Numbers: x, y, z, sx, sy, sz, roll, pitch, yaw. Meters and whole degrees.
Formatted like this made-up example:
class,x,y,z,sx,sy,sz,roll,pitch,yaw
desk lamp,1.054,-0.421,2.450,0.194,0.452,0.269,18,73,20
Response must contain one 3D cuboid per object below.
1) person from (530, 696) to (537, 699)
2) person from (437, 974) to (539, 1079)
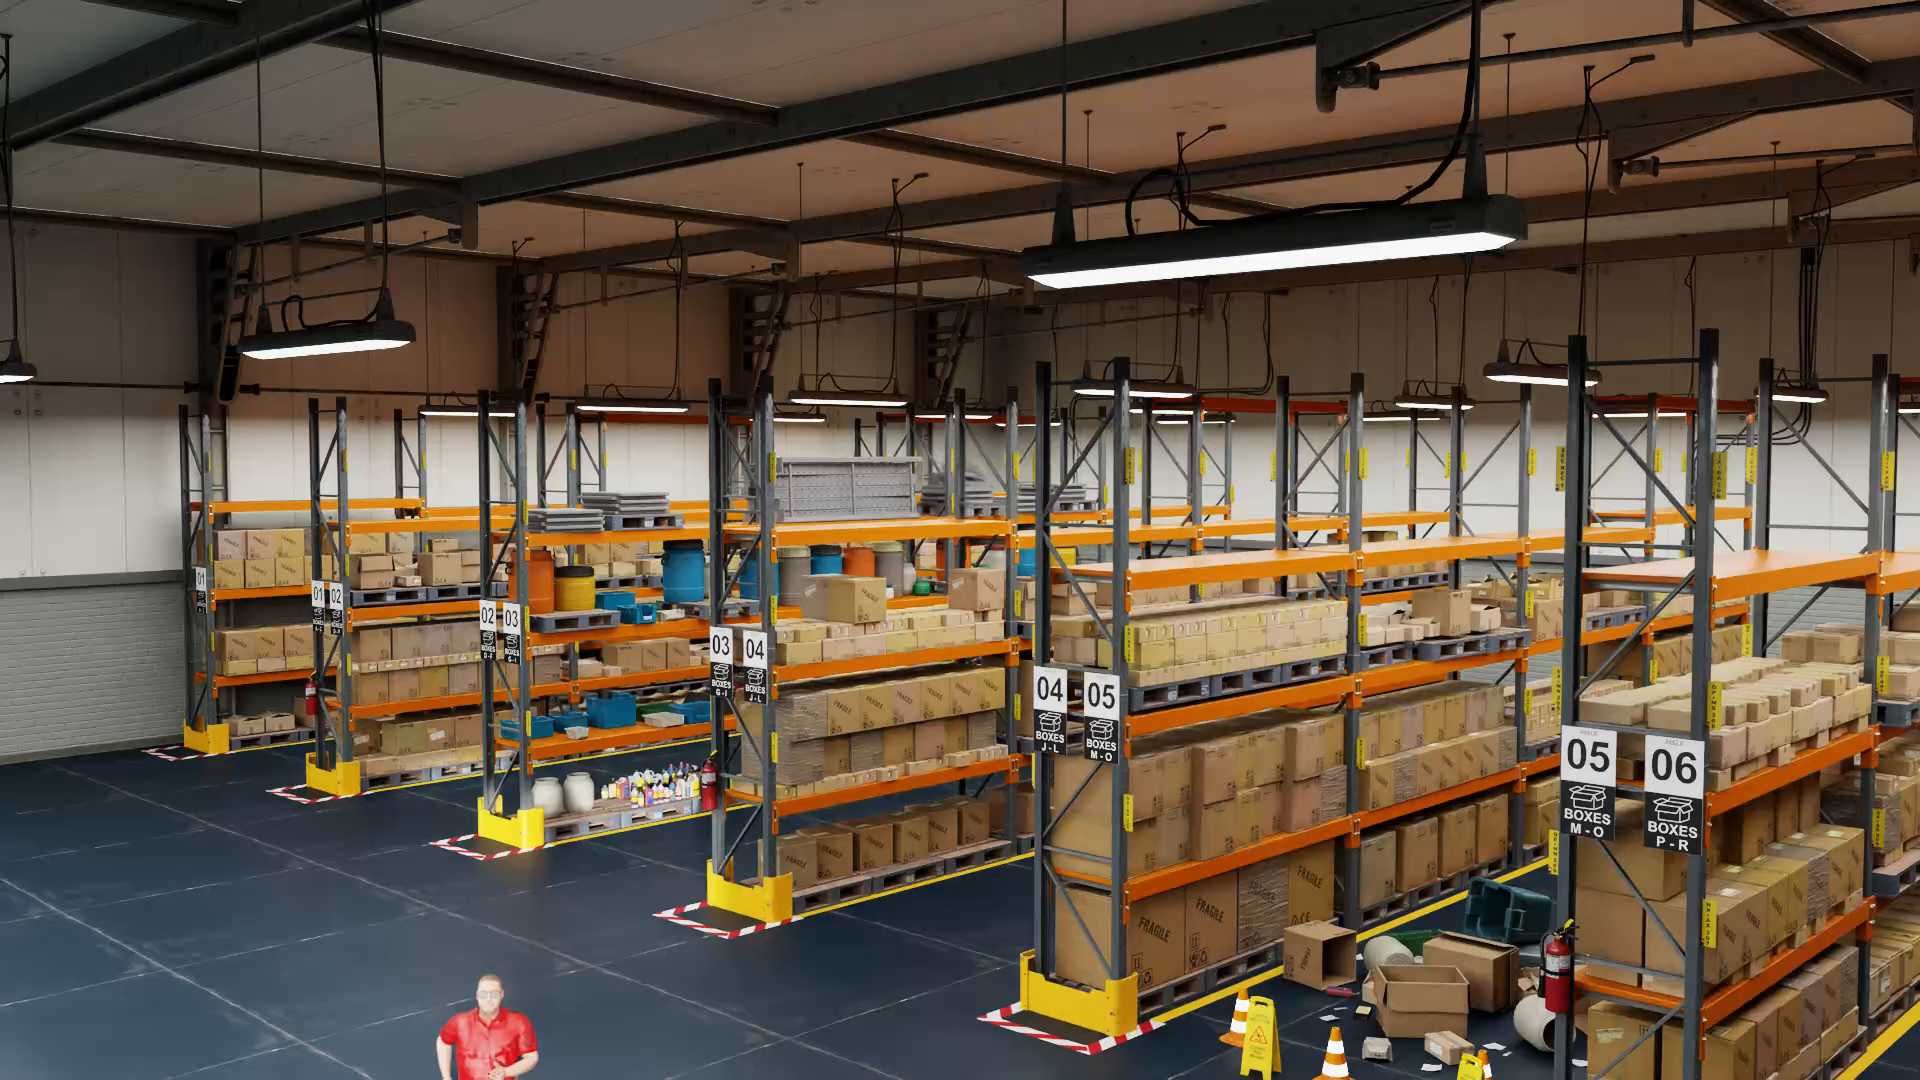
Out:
class,x,y,z,sx,sy,sz,roll,pitch,yaw
person,-7.732,2.729,29.972,0.566,1.741,0.772,3,4,44
person,-3.082,3.743,10.875,0.635,1.796,0.756,-1,3,-18
